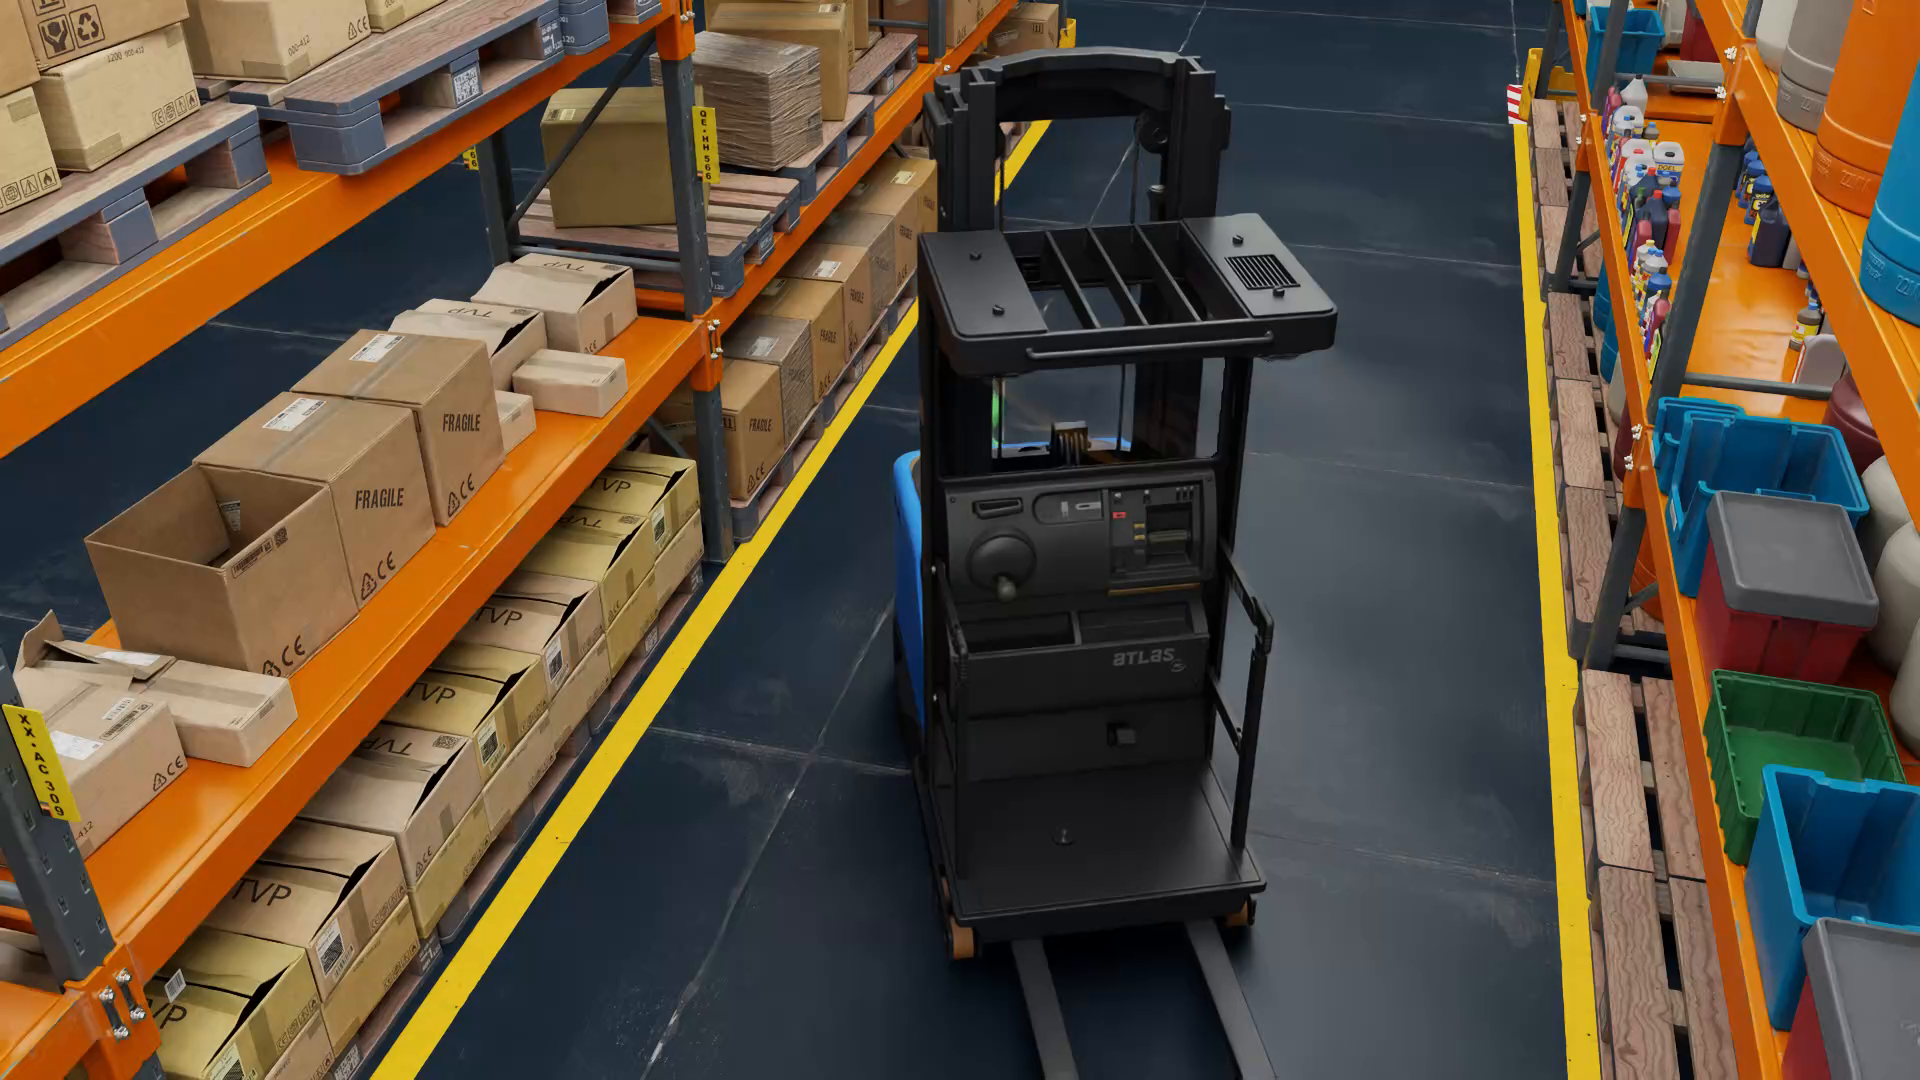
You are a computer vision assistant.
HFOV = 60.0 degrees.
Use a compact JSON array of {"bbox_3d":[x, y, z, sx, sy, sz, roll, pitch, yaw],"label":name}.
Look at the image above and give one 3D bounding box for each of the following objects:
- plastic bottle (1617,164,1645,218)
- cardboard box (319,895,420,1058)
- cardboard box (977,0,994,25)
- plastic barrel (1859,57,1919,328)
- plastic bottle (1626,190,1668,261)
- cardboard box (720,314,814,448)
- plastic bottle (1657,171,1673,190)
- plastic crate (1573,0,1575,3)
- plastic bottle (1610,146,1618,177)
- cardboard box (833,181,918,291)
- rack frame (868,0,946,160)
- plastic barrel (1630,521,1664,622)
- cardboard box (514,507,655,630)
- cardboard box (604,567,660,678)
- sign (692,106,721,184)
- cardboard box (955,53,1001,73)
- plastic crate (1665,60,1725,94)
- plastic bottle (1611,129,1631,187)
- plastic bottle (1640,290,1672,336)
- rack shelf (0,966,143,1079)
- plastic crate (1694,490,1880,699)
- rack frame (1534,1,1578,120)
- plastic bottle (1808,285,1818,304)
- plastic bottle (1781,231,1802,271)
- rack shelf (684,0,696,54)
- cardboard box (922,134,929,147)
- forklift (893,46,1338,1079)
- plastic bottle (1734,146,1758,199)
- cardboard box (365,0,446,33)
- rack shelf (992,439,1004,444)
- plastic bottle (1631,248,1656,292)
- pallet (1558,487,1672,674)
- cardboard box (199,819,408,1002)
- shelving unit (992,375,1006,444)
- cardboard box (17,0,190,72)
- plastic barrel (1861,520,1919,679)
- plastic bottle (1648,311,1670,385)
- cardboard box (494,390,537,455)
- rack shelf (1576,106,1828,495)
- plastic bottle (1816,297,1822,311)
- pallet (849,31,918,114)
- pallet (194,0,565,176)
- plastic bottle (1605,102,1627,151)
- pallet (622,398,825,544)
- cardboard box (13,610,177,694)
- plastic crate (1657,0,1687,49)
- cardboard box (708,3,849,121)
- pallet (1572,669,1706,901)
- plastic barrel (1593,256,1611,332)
[{"bbox_3d":[3.367,-1.742,8.313,0.097,0.271,0.097,0,32,0],"label":"plastic bottle"},{"bbox_3d":[-2.145,1.376,5.461,0.500,0.250,0.500,9,33,14],"label":"cardboard box"},{"bbox_3d":[-0.068,-3.853,11.422,0.500,0.500,0.500,9,33,13],"label":"cardboard box"},{"bbox_3d":[2.423,-0.940,3.669,0.600,0.901,0.708,8,33,12],"label":"plastic barrel"},{"bbox_3d":[3.248,-1.483,7.833,0.144,0.351,0.185,8,33,12],"label":"plastic bottle"},{"bbox_3d":[-1.084,-0.843,8.699,0.500,0.500,0.500,7,33,11],"label":"cardboard box"},{"bbox_3d":[3.548,-1.761,8.409,0.097,0.201,0.097,0,32,0],"label":"plastic bottle"},{"bbox_3d":[4.502,-3.905,11.697,0.416,0.233,0.300,8,33,12],"label":"plastic crate"},{"bbox_3d":[3.518,-2.022,8.820,0.097,0.201,0.097,0,32,0],"label":"plastic bottle"},{"bbox_3d":[-0.569,-1.898,10.360,0.500,0.500,0.500,8,33,13],"label":"cardboard box"},{"bbox_3d":[-0.588,-3.318,10.673,1.000,3.000,0.127,8,33,12],"label":"rack frame"},{"bbox_3d":[3.295,-0.083,7.216,0.600,0.830,0.708,8,33,12],"label":"plastic barrel"},{"bbox_3d":[-1.623,0.080,6.976,0.500,0.311,0.500,8,33,12],"label":"cardboard box"},{"bbox_3d":[-1.628,0.315,7.130,0.500,0.250,0.500,8,33,12],"label":"cardboard box"},{"bbox_3d":[-1.065,-1.657,6.981,0.100,0.325,0.005,8,33,12],"label":"sign"},{"bbox_3d":[-0.116,-3.426,12.759,0.797,0.503,0.637,8,33,12],"label":"cardboard box"},{"bbox_3d":[4.459,-2.778,10.013,0.396,0.136,0.243,8,33,12],"label":"plastic crate"},{"bbox_3d":[3.471,-1.999,8.707,0.061,0.283,0.133,8,33,12],"label":"plastic bottle"},{"bbox_3d":[3.007,-0.978,7.177,0.097,0.201,0.097,0,32,0],"label":"plastic bottle"},{"bbox_3d":[-3.126,2.175,2.703,1.077,0.370,4.000,8,33,12],"label":"rack shelf"},{"bbox_3d":[2.481,0.204,5.073,0.402,0.464,0.583,8,33,12],"label":"plastic crate"},{"bbox_3d":[5.217,-4.717,12.874,1.000,3.000,0.127,8,33,12],"label":"rack frame"},{"bbox_3d":[3.875,-1.177,7.426,0.097,0.271,0.097,0,32,0],"label":"plastic bottle"},{"bbox_3d":[3.962,-1.414,7.793,0.152,0.276,0.135,8,33,12],"label":"plastic bottle"},{"bbox_3d":[-1.095,-3.242,8.429,1.077,0.370,4.000,8,33,12],"label":"rack shelf"},{"bbox_3d":[-0.062,-2.946,12.320,0.380,0.166,0.250,8,33,12],"label":"cardboard box"},{"bbox_3d":[0.451,0.043,5.451,1.130,2.935,3.031,-5,33,-8],"label":"forklift"},{"bbox_3d":[4.069,-1.895,8.554,0.097,0.271,0.097,0,32,0],"label":"plastic bottle"},{"bbox_3d":[-1.935,-1.809,5.252,0.500,0.250,0.500,7,33,11],"label":"cardboard box"},{"bbox_3d":[0.042,-0.336,8.226,0.258,0.148,0.480,8,33,12],"label":"rack shelf"},{"bbox_3d":[3.131,-1.230,7.574,0.097,0.201,0.097,0,32,0],"label":"plastic bottle"},{"bbox_3d":[3.347,0.196,7.745,1.003,0.211,1.213,8,33,12],"label":"pallet"},{"bbox_3d":[-2.140,1.141,5.309,0.500,0.311,0.500,8,33,12],"label":"cardboard box"},{"bbox_3d":[0.042,-0.592,8.063,0.258,1.200,0.503,8,33,12],"label":"shelving unit"},{"bbox_3d":[-2.301,-1.476,4.029,0.500,0.500,0.500,11,34,17],"label":"cardboard box"},{"bbox_3d":[3.026,0.169,5.085,0.421,0.512,0.421,0,32,0],"label":"plastic barrel"},{"bbox_3d":[2.877,-0.785,6.797,0.061,0.283,0.133,8,33,12],"label":"plastic bottle"},{"bbox_3d":[-1.872,-0.467,6.422,0.380,0.149,0.250,10,34,16],"label":"cardboard box"},{"bbox_3d":[3.695,-1.300,8.170,1.077,0.370,4.000,8,33,12],"label":"rack shelf"},{"bbox_3d":[3.724,-0.997,7.142,0.097,0.271,0.097,0,32,0],"label":"plastic bottle"},{"bbox_3d":[-0.896,-2.837,10.096,1.003,0.211,1.213,8,33,12],"label":"pallet"},{"bbox_3d":[-1.970,-1.483,5.167,1.003,0.211,1.213,10,34,15],"label":"pallet"},{"bbox_3d":[3.626,-2.273,9.149,0.097,0.271,0.097,0,32,0],"label":"plastic bottle"},{"bbox_3d":[-1.377,-0.448,8.757,1.003,0.211,1.213,8,33,12],"label":"pallet"},{"bbox_3d":[-2.573,0.409,4.936,0.396,0.266,0.258,7,33,11],"label":"cardboard box"},{"bbox_3d":[4.768,-3.384,10.832,0.437,0.282,0.530,8,33,12],"label":"plastic crate"},{"bbox_3d":[-0.977,-2.612,9.078,0.700,0.500,0.500,0,32,0],"label":"cardboard box"},{"bbox_3d":[2.953,1.008,6.468,1.003,0.211,1.213,8,33,12],"label":"pallet"},{"bbox_3d":[4.048,-1.653,9.619,0.600,0.901,0.708,8,33,12],"label":"plastic barrel"}]
